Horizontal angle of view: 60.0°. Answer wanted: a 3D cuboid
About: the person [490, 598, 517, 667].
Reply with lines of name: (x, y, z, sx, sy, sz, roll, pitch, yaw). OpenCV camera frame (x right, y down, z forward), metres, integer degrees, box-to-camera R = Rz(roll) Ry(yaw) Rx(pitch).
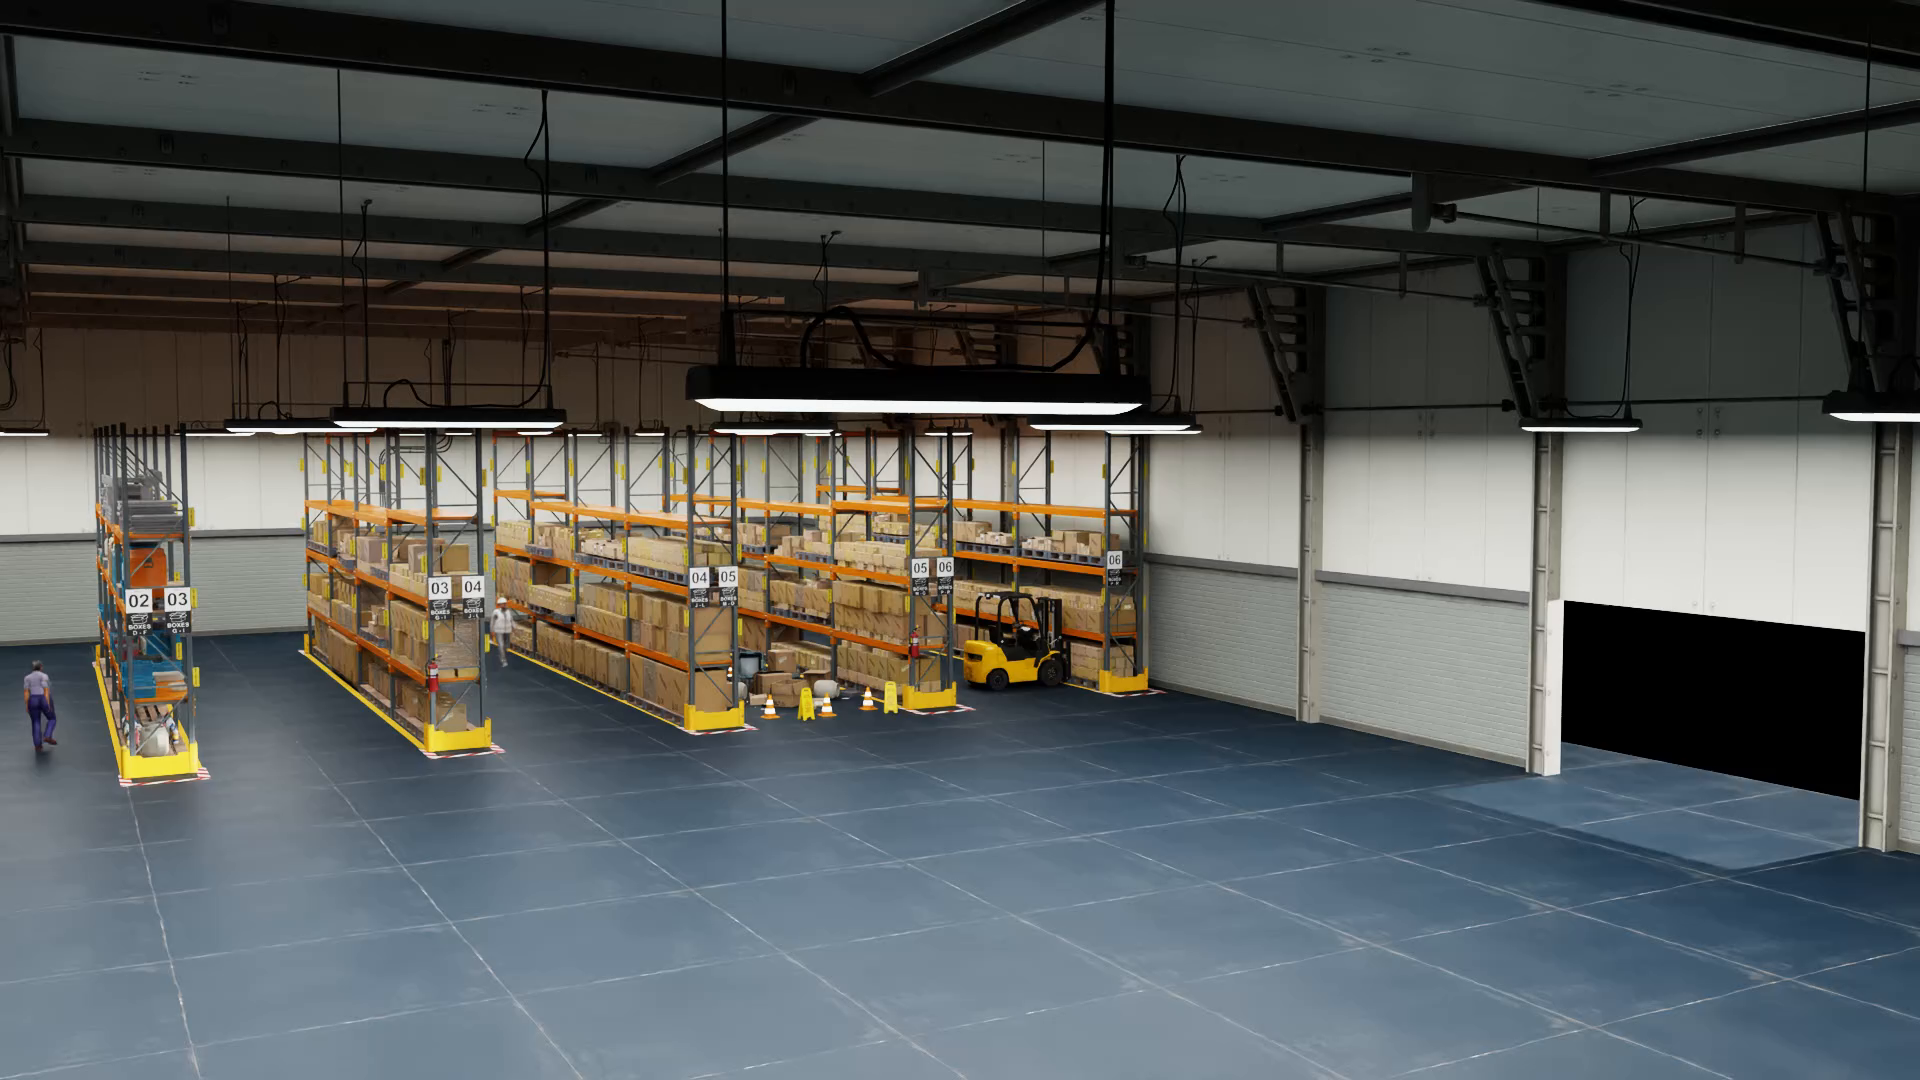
person: (-11.523, 2.310, 41.955, 0.629, 1.718, 1.068, -2, 4, -31)

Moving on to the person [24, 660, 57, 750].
person: (-16.973, 3.040, 30.680, 0.545, 1.637, 0.462, -1, 4, -19)
